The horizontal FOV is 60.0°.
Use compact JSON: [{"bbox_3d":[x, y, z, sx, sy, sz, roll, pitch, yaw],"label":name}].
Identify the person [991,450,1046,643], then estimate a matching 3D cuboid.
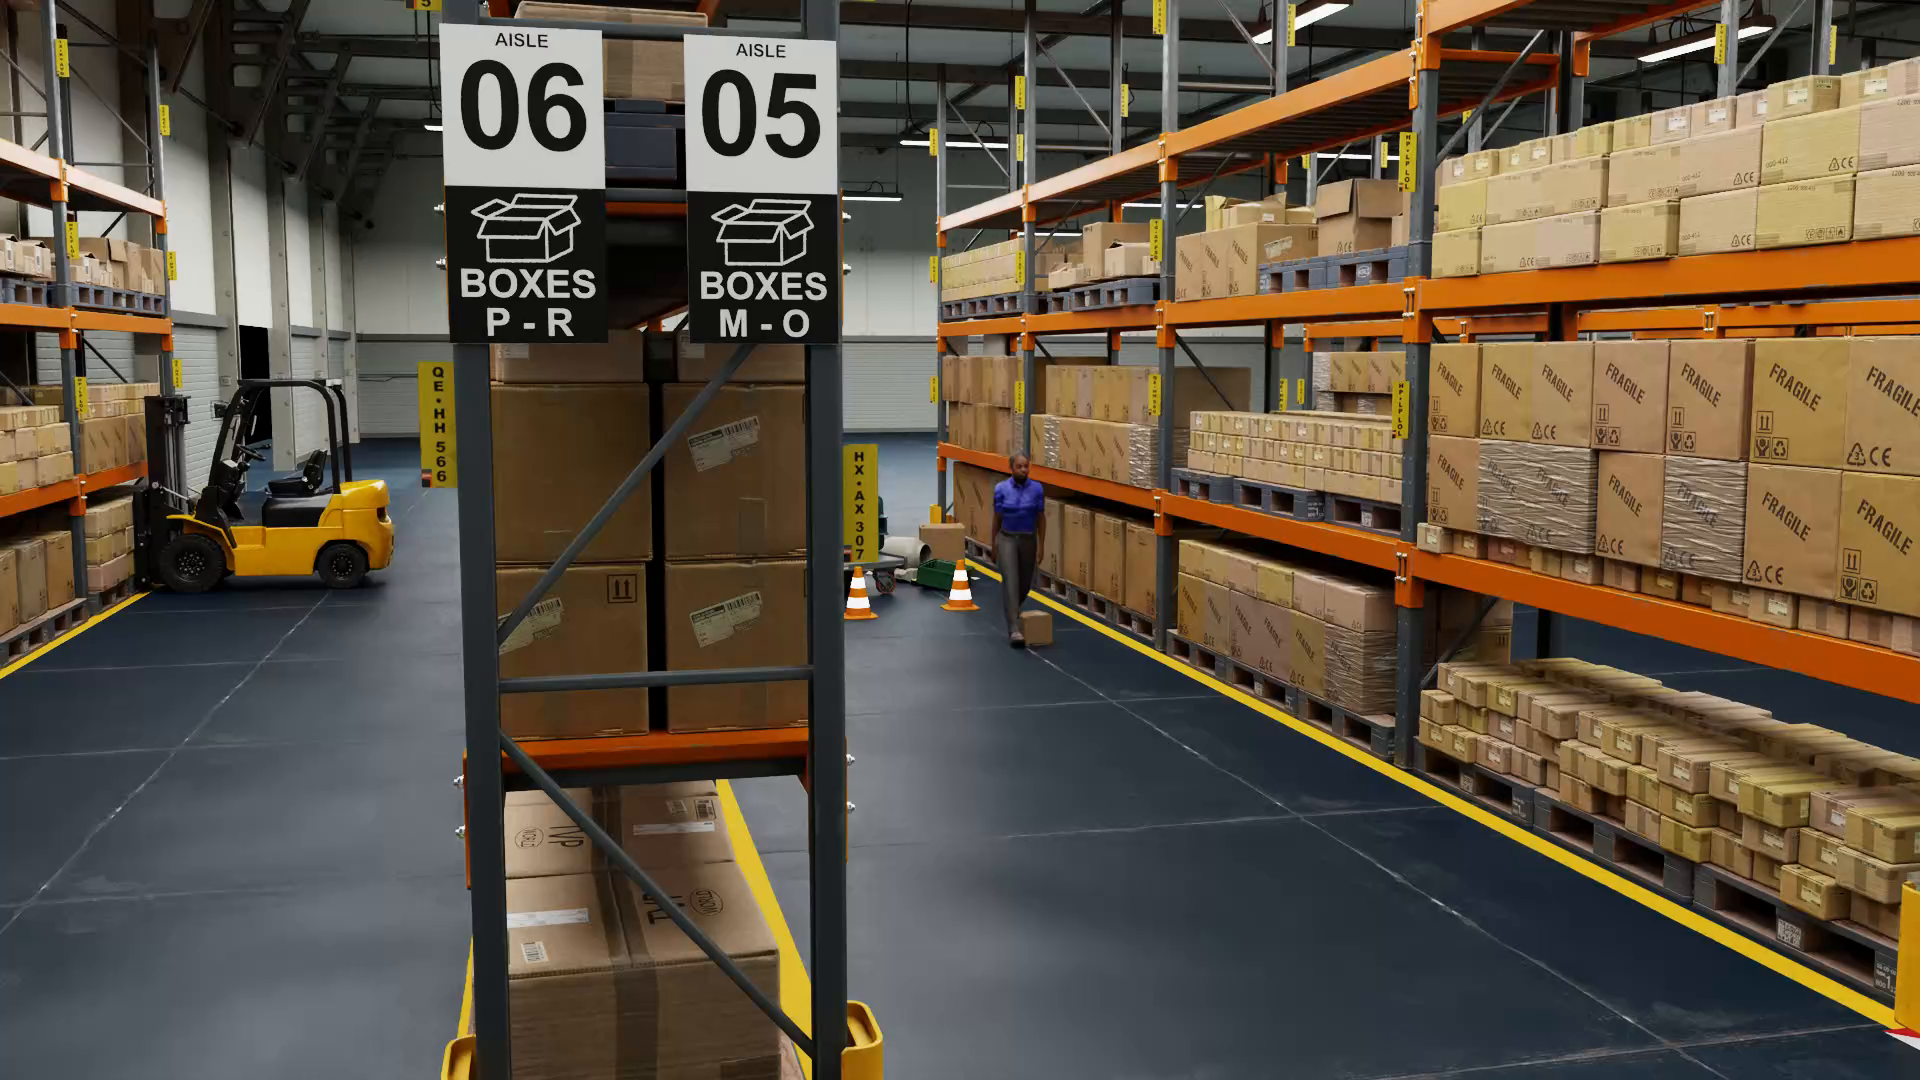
[{"bbox_3d":[0.491,0.035,14.051,0.448,1.599,1.056,-1,6,-13],"label":"person"}]
